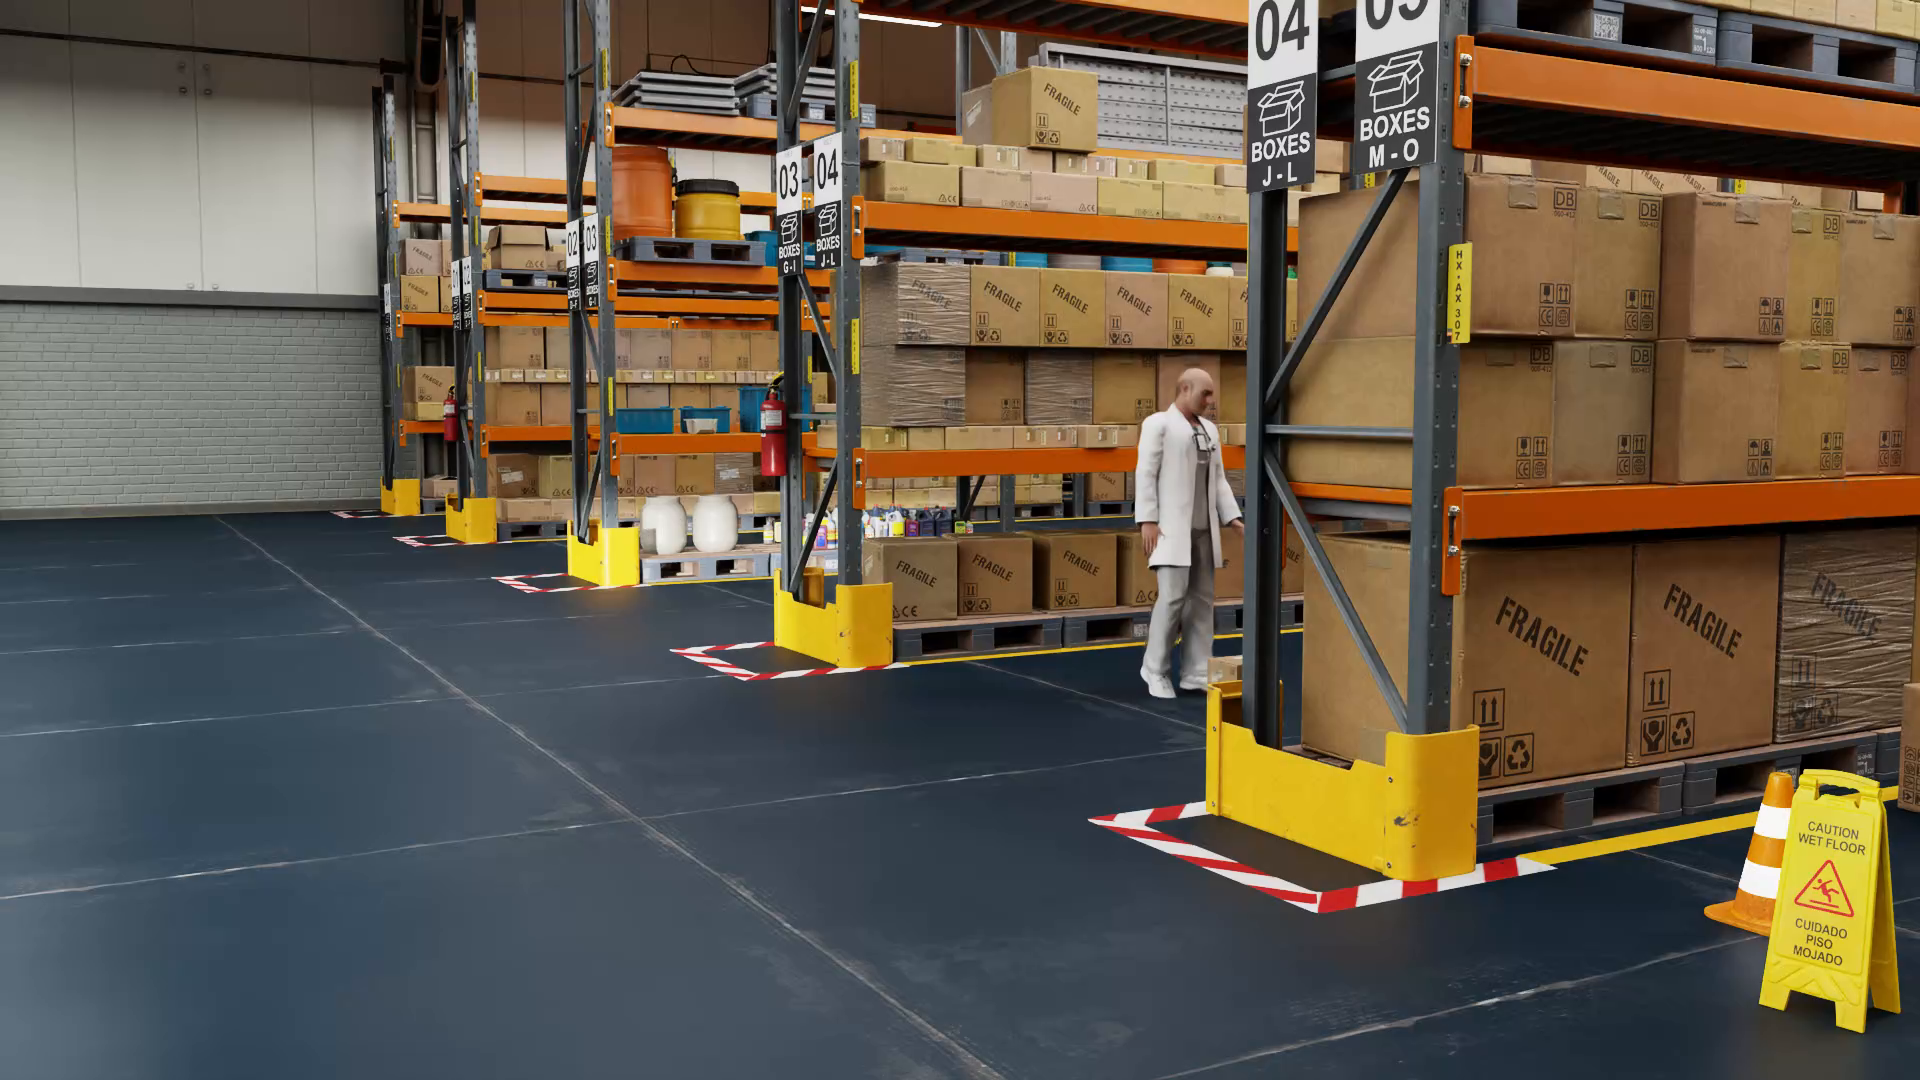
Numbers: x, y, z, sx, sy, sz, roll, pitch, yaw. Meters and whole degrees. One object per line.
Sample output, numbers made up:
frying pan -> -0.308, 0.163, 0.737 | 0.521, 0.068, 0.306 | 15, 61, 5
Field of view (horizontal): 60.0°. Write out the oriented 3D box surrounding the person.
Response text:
person -> 1.291, -0.021, 9.125 | 0.686, 1.841, 0.522 | -4, 6, -36
